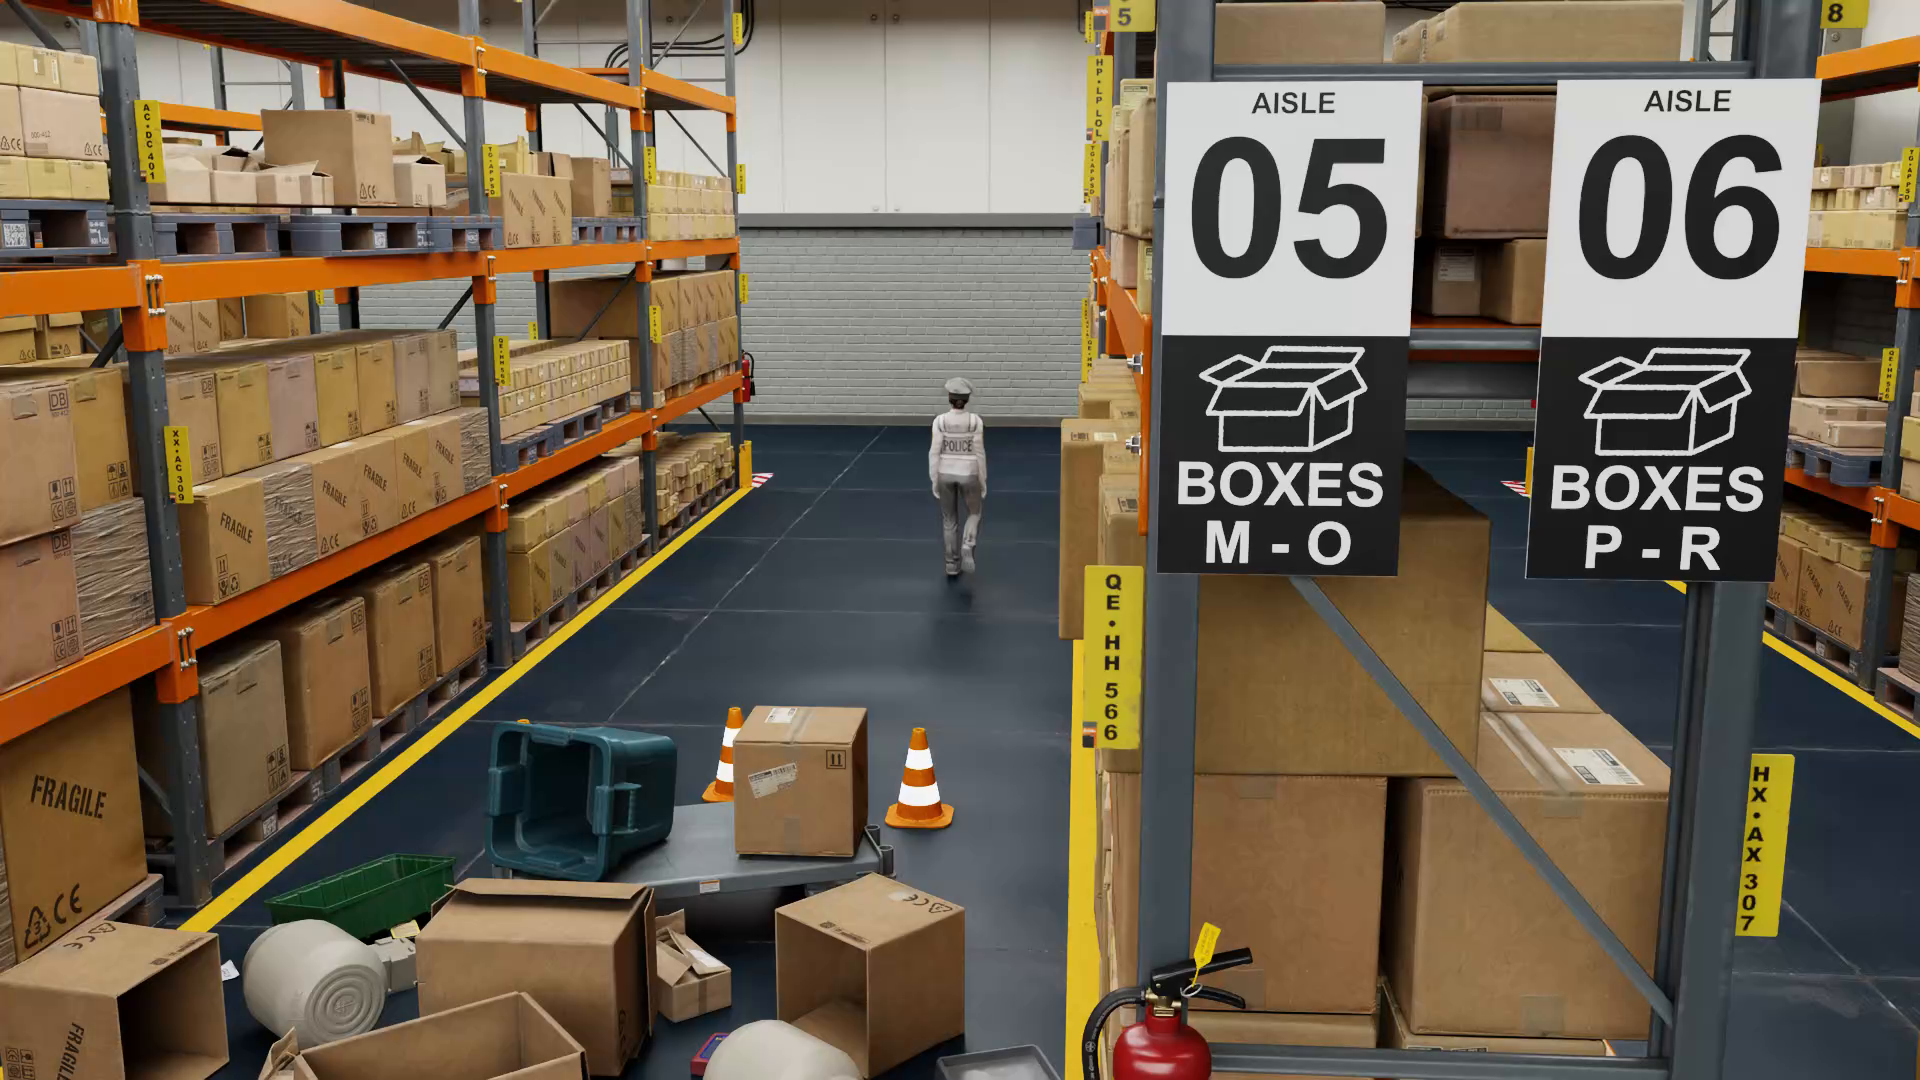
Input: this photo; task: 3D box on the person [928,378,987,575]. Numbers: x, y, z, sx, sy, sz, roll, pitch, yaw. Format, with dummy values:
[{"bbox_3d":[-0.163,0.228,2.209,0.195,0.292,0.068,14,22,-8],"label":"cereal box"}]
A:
[{"bbox_3d":[-0.018,-0.521,13.955,0.488,1.677,0.511,1,11,3],"label":"person"}]
